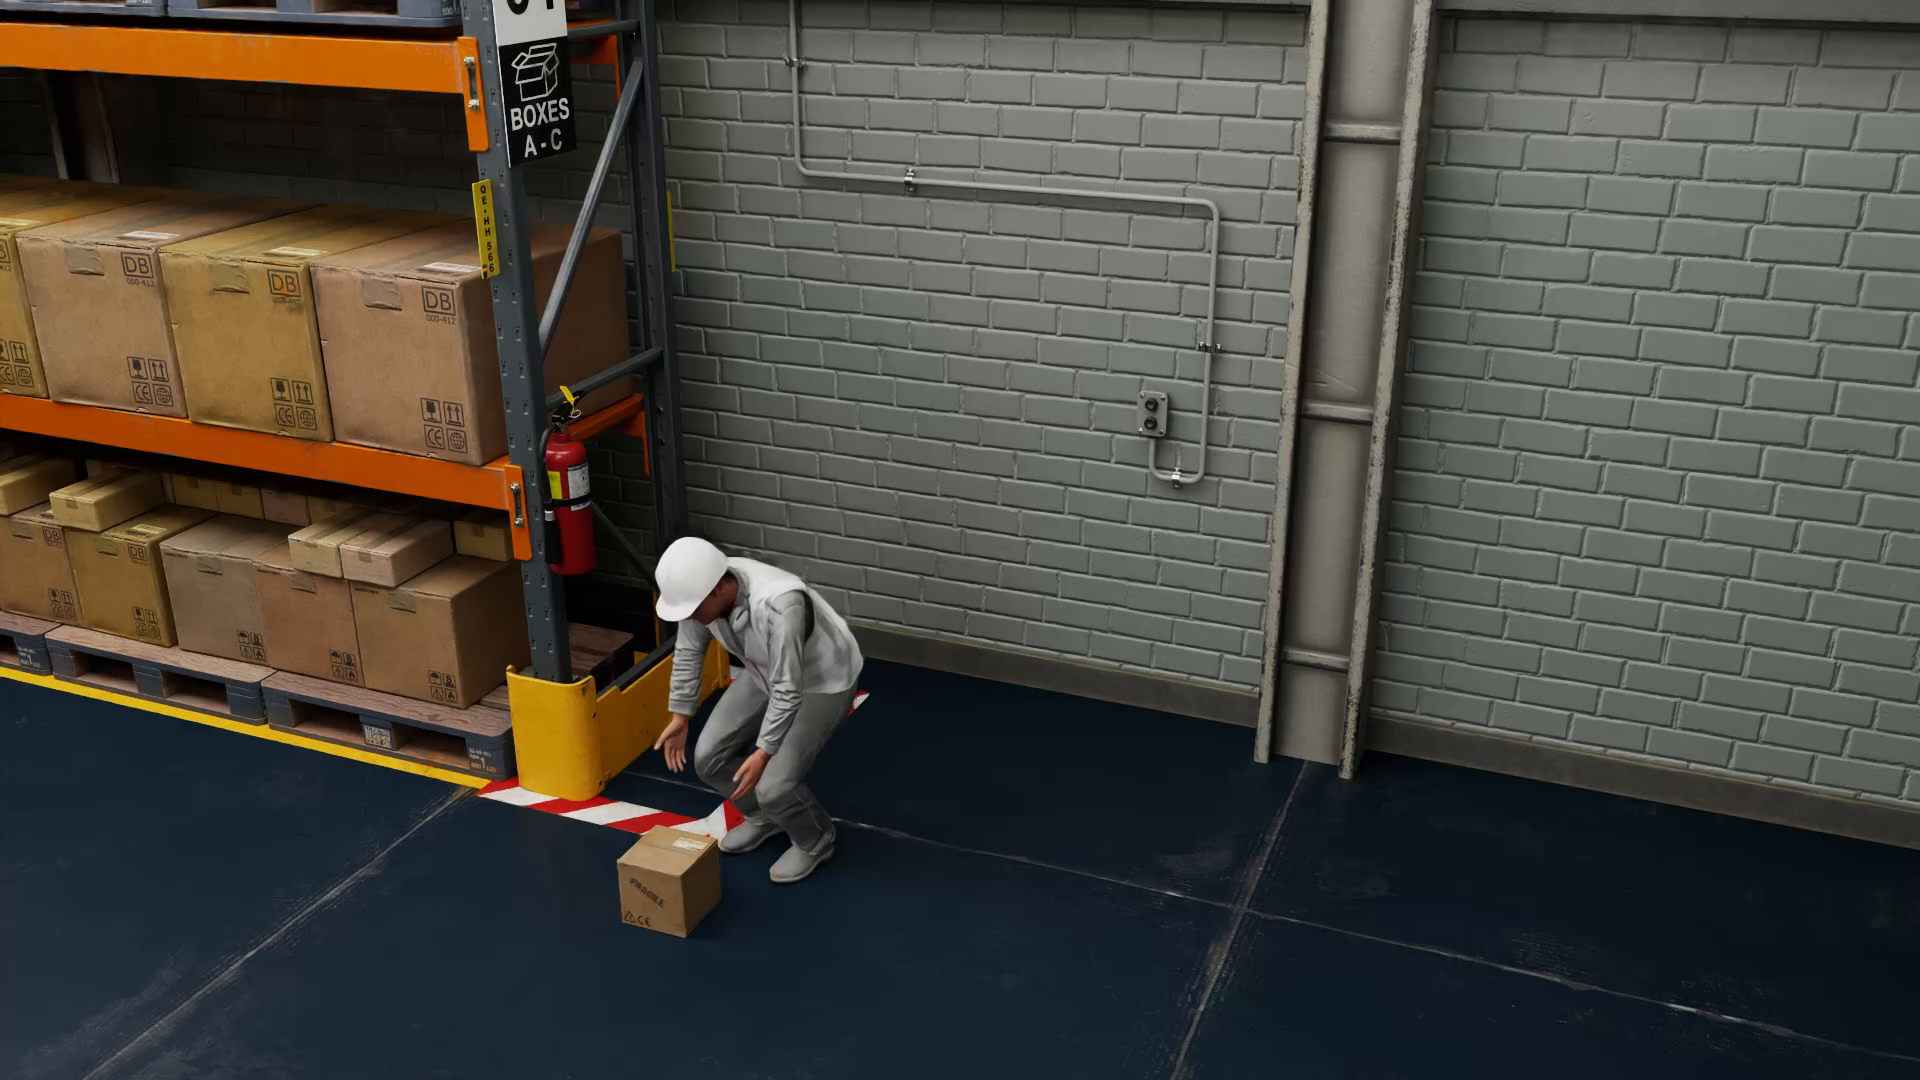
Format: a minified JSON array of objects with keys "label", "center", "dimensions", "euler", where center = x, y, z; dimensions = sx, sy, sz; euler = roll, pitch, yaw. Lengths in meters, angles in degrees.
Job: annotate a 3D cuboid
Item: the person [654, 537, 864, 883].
[{"label":"person","center":[-0.685,0.549,5.762],"dimensions":[0.589,1.360,0.799],"euler":[19,29,39]}]
